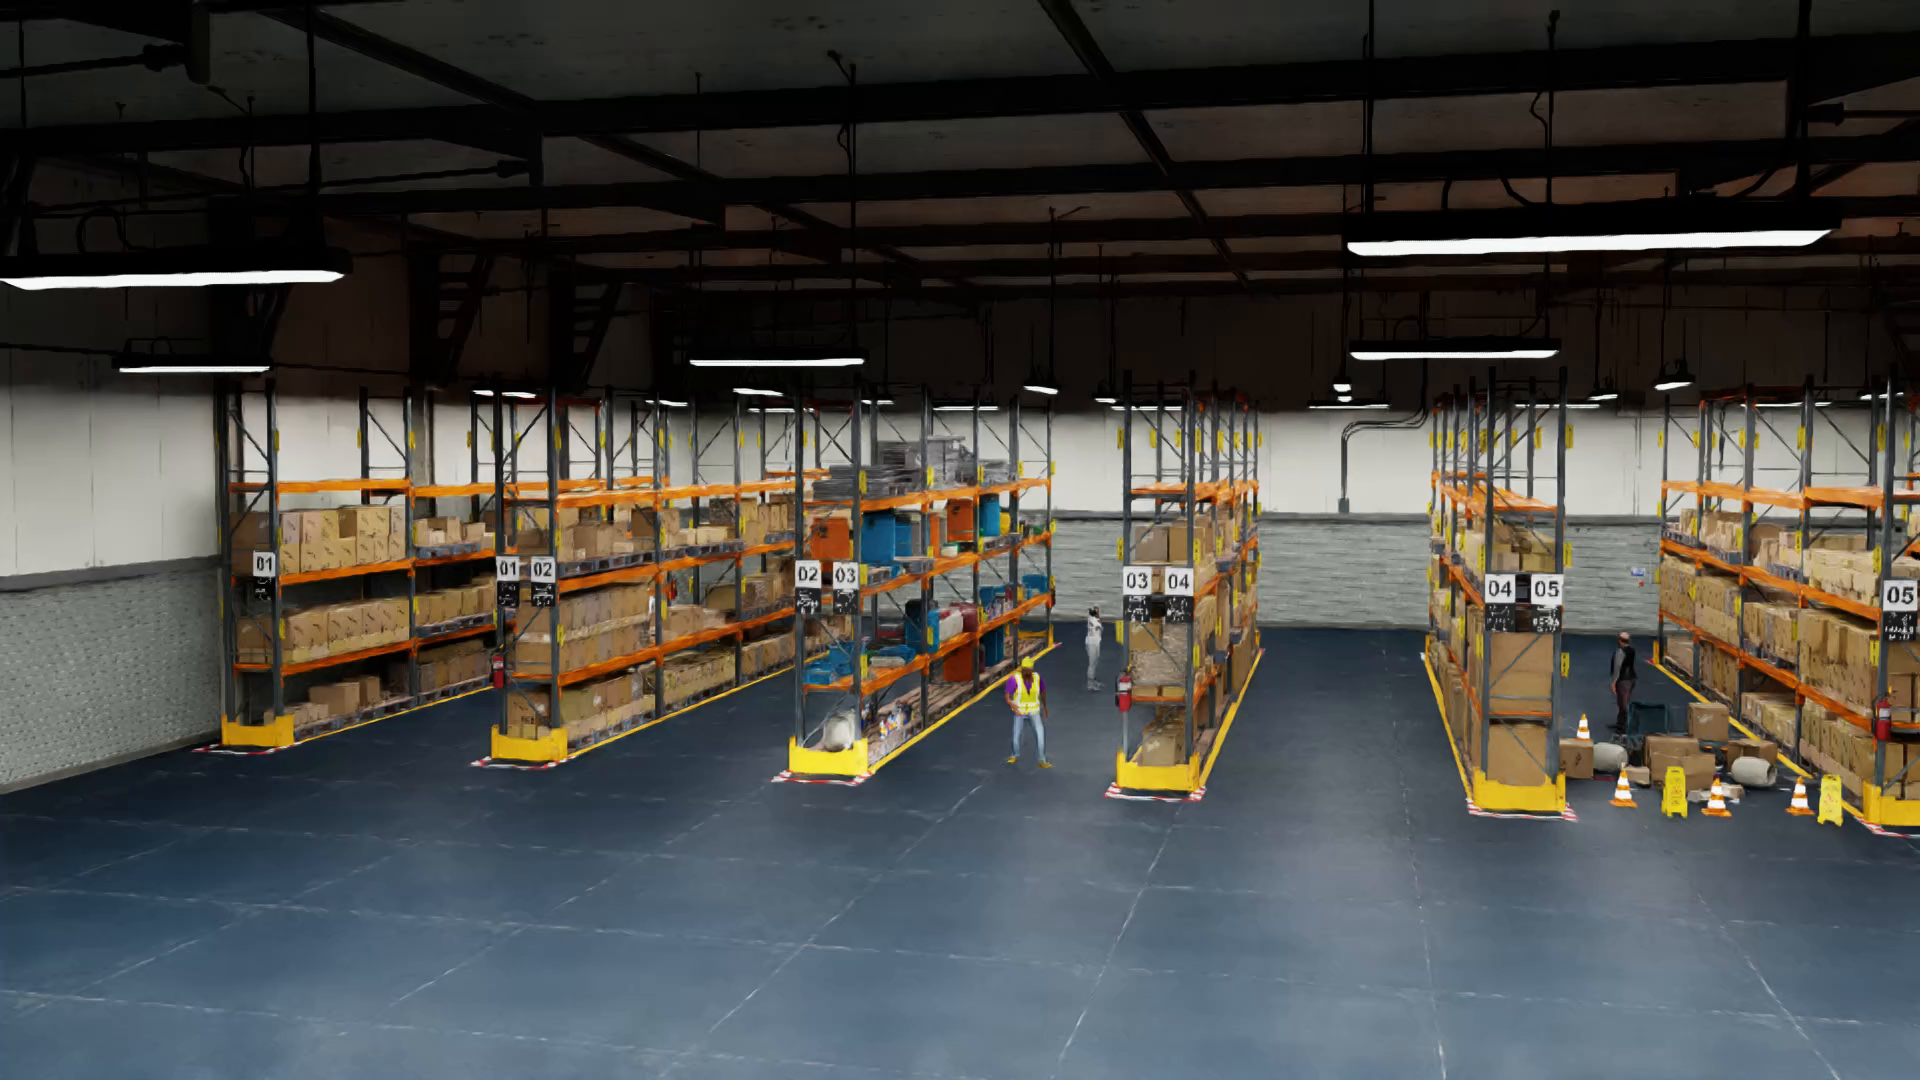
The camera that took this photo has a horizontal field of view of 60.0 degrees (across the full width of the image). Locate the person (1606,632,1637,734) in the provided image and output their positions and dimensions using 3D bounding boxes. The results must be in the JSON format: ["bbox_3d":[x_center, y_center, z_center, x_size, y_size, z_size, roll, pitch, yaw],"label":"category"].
[{"bbox_3d":[11.305,2.427,28.422,0.569,1.709,0.627,3,5,43],"label":"person"}]

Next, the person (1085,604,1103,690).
[{"bbox_3d":[2.733,2.140,33.497,0.426,1.684,0.551,-1,4,-14],"label":"person"}]

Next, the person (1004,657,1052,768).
[{"bbox_3d":[1.015,2.616,25.460,0.712,1.697,0.830,0,3,-5],"label":"person"}]

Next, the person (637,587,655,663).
[{"bbox_3d":[-7.065,1.884,37.552,0.577,1.733,1.042,1,4,12],"label":"person"}]
